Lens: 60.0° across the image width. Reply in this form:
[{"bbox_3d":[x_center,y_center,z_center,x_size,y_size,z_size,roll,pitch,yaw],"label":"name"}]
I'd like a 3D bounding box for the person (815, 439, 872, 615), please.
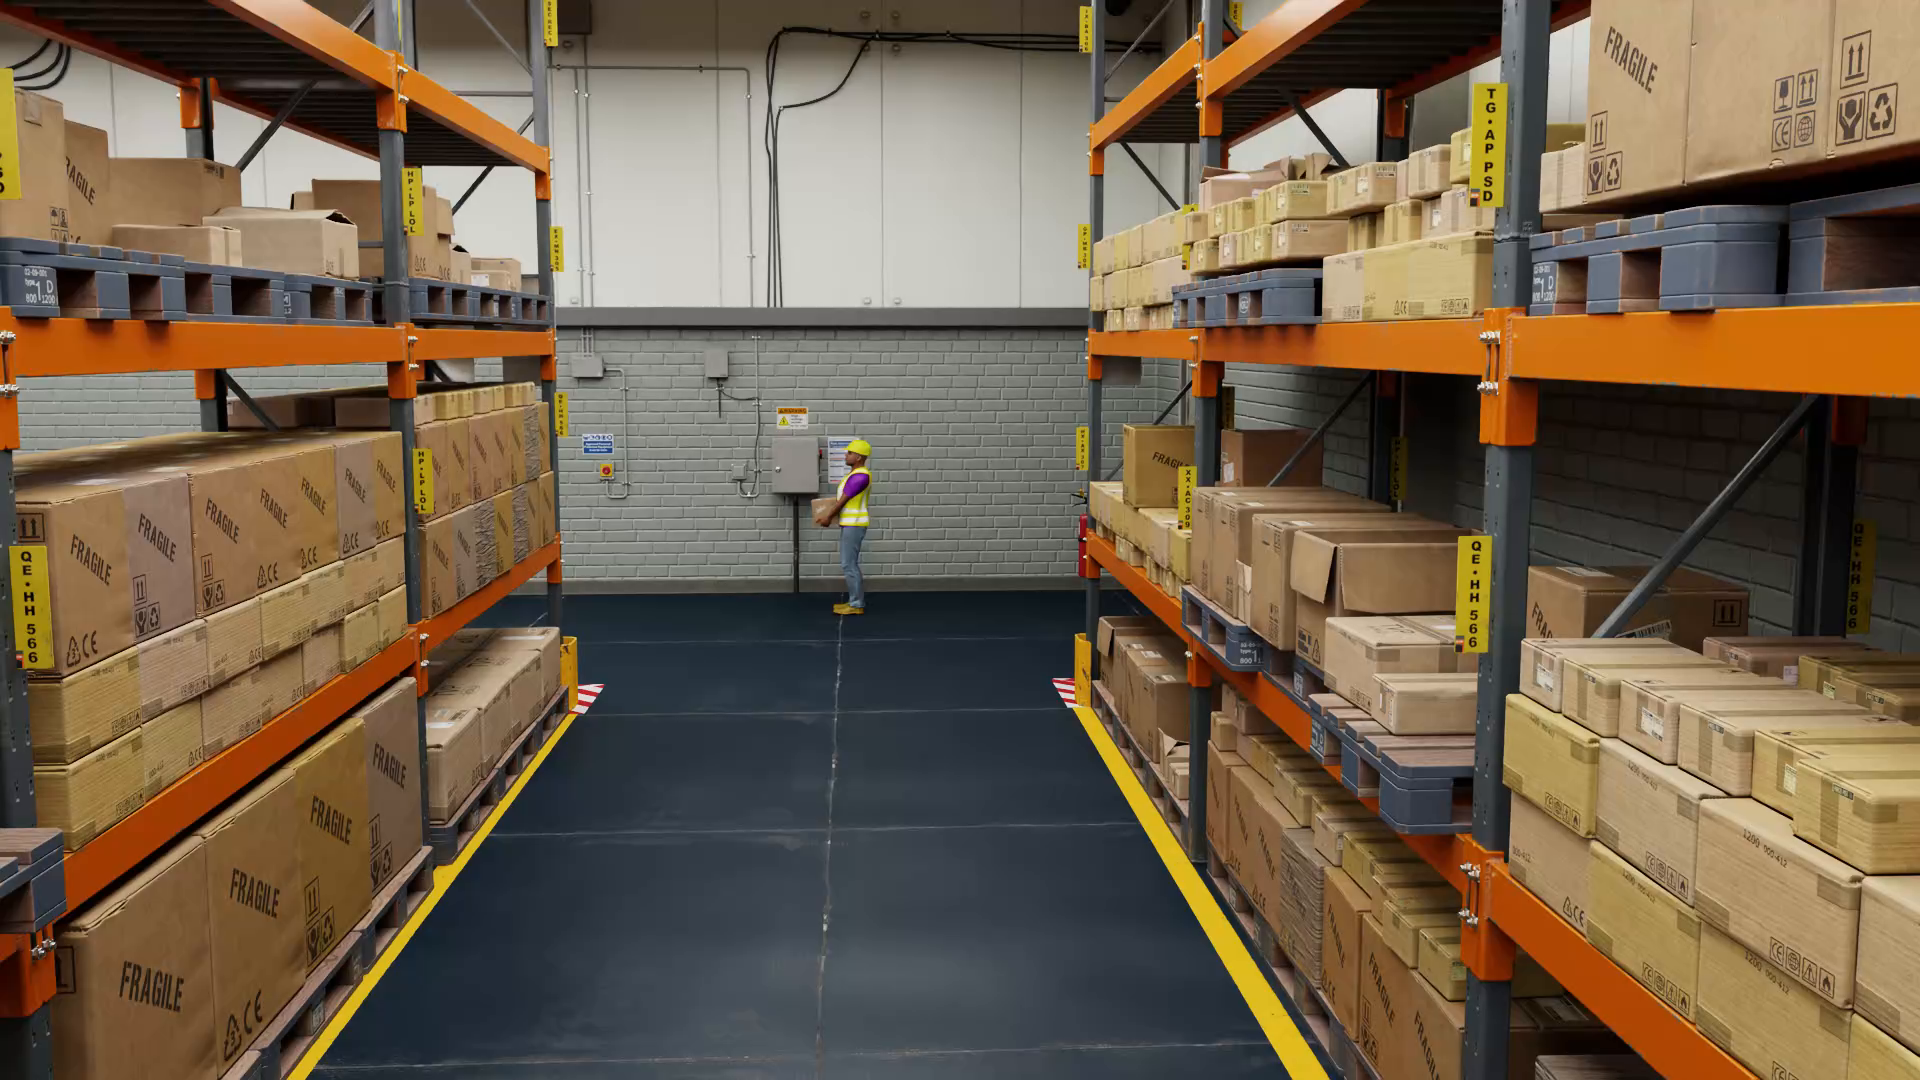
[{"bbox_3d":[-1.173,-0.134,16.790,0.577,1.761,0.502,0,7,-4],"label":"person"}]
